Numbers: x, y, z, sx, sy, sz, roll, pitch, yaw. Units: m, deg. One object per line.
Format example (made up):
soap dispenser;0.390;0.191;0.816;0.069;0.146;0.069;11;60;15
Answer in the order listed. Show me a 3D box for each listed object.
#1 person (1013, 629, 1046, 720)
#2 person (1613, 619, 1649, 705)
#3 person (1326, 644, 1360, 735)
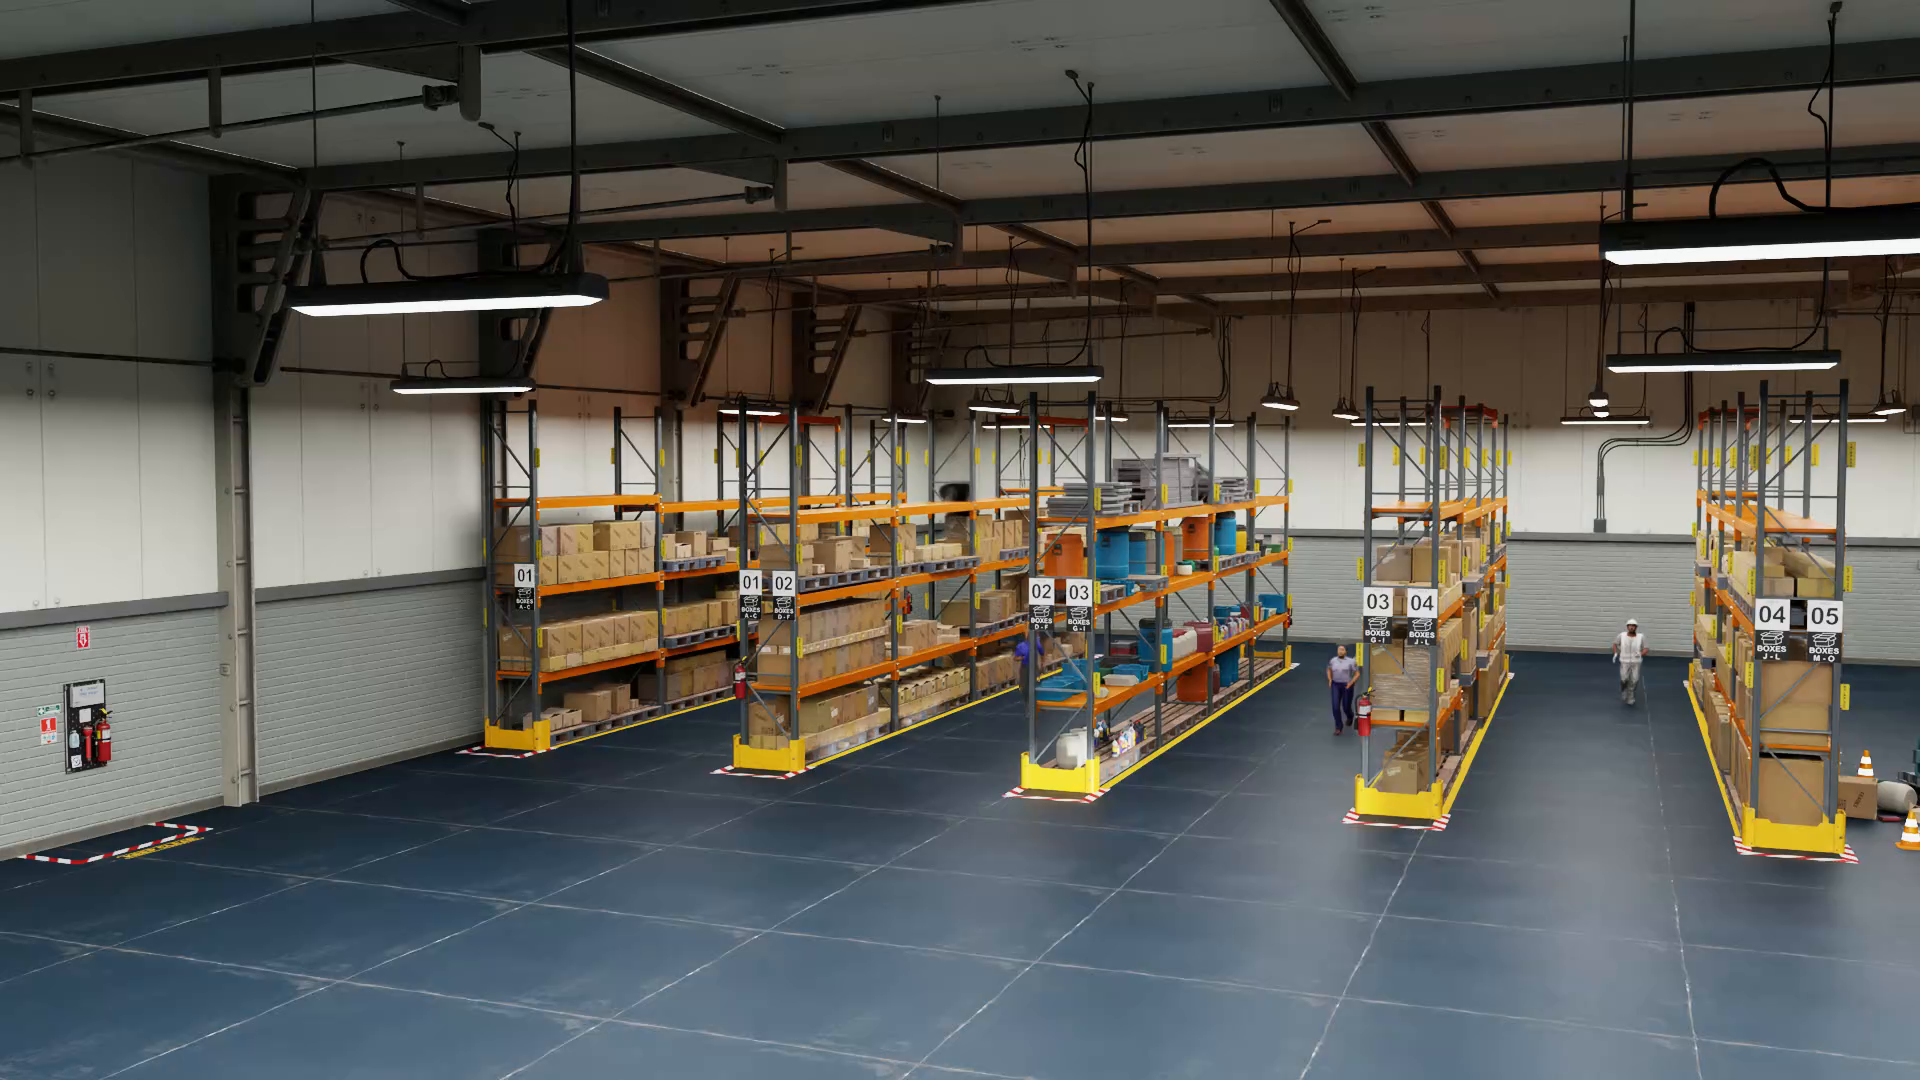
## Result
person;1.287;2.481;30.962;0.575;1.657;0.938;1;3;14
person;13.517;2.471;33.517;0.679;1.738;0.599;1;3;22
person;6.968;2.798;30.294;0.618;1.443;0.731;1;3;24
